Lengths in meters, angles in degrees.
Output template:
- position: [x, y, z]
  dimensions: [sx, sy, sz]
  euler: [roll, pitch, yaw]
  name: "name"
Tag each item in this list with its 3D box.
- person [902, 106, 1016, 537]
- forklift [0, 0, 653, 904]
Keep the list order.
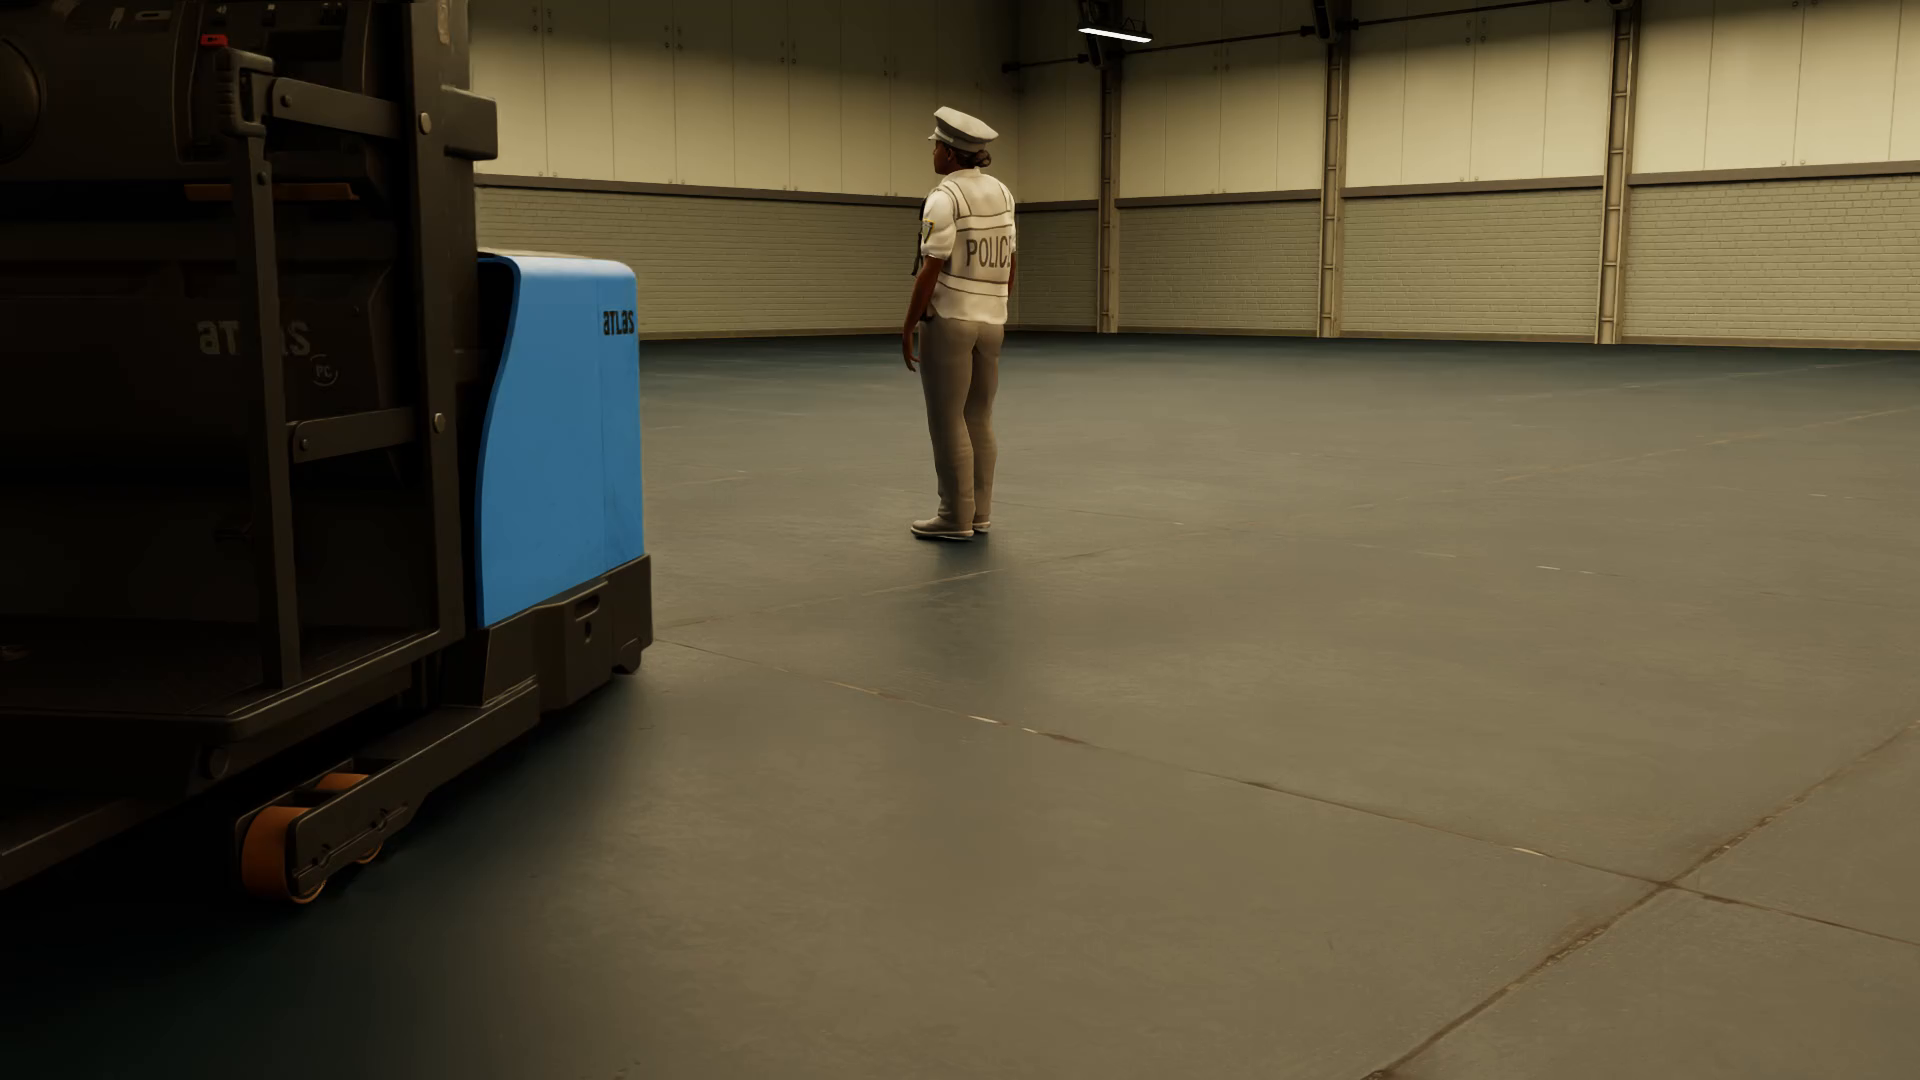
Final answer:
- position: [-0.040, -0.855, 6.656]
  dimensions: [0.530, 1.695, 0.569]
  euler: [8, 12, 43]
  name: "person"
- position: [-1.554, -0.905, 2.886]
  dimensions: [1.130, 2.935, 3.031]
  euler: [1, 9, 9]
  name: "forklift"
